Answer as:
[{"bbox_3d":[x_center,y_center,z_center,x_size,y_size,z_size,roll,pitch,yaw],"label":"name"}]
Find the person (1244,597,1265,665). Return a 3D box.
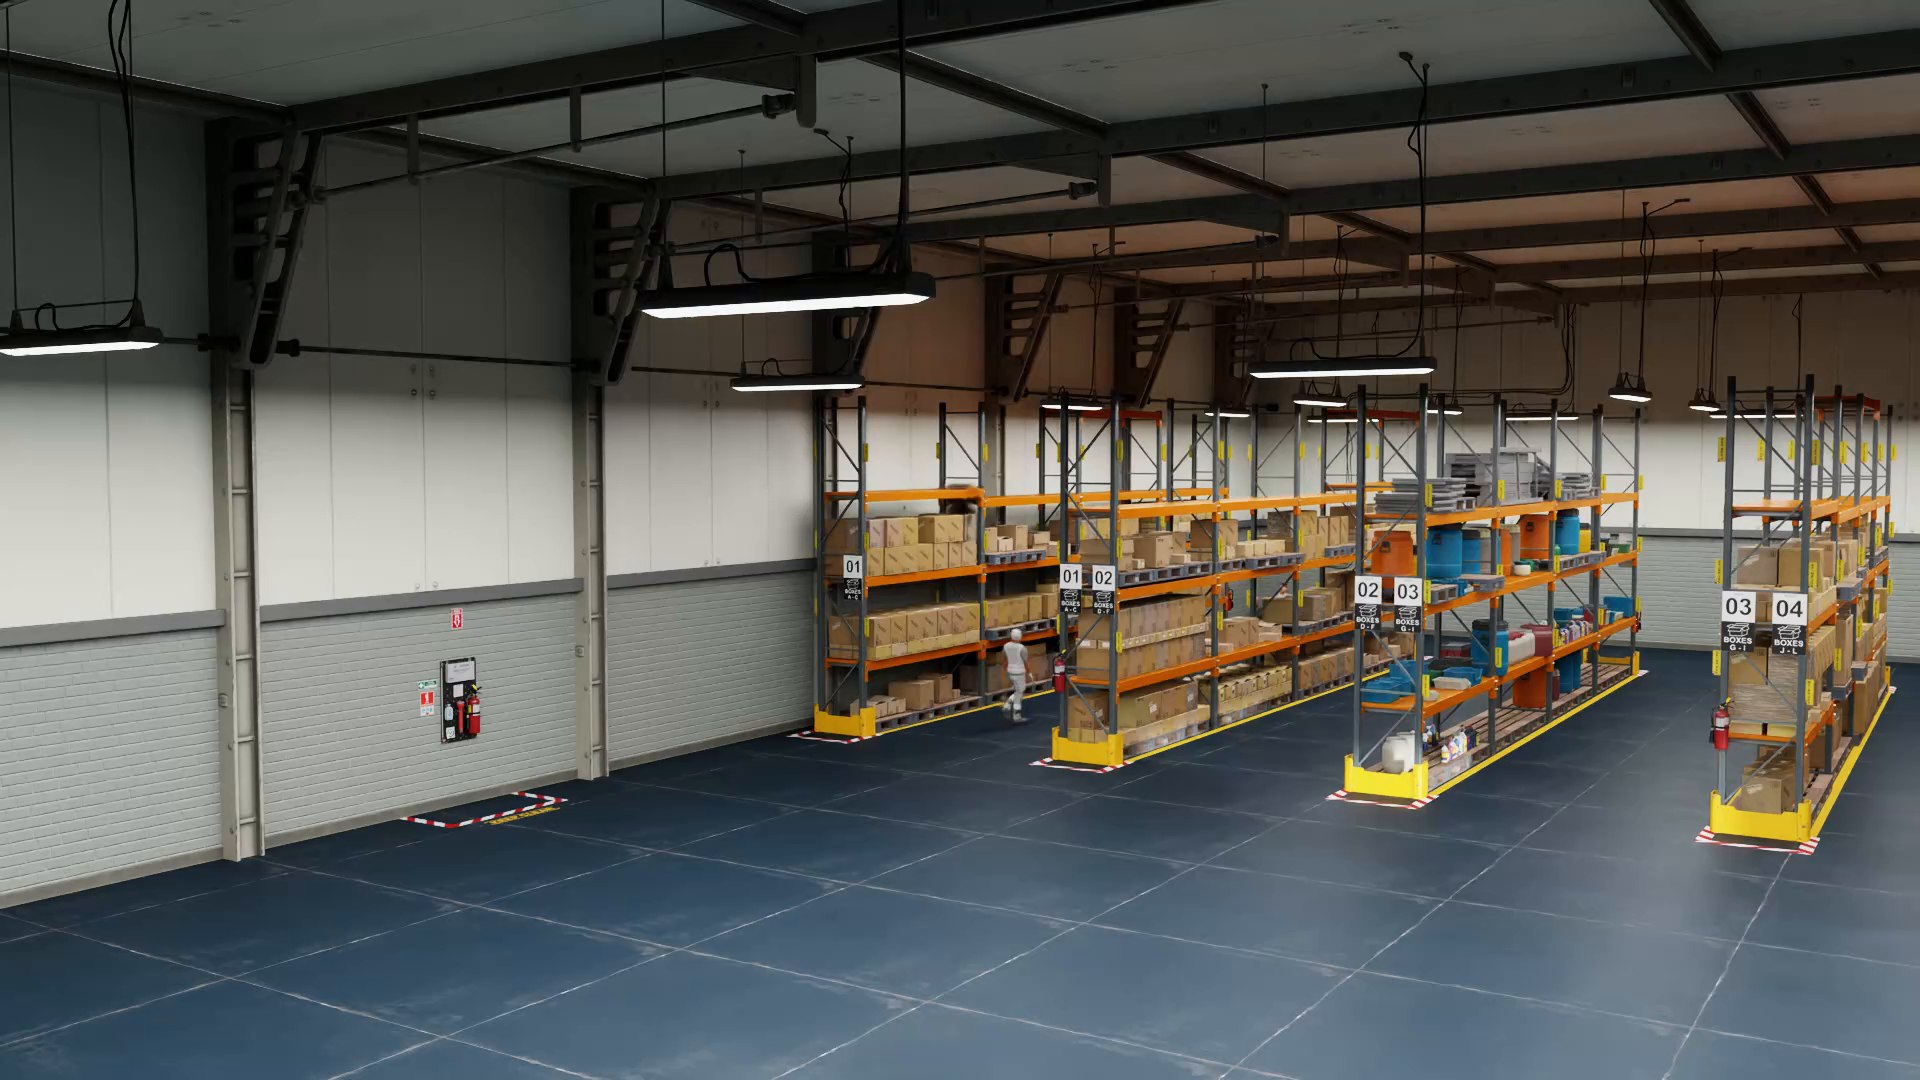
[{"bbox_3d":[6.731,2.170,37.728,0.625,1.765,0.829,2,4,36],"label":"person"}]

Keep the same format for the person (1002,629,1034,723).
[{"bbox_3d":[1.075,2.500,30.697,0.557,1.745,0.555,-1,3,-24],"label":"person"}]

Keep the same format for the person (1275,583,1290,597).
[{"bbox_3d":[8.350,1.916,43.062,0.471,1.630,0.932,1,3,19],"label":"person"}]
